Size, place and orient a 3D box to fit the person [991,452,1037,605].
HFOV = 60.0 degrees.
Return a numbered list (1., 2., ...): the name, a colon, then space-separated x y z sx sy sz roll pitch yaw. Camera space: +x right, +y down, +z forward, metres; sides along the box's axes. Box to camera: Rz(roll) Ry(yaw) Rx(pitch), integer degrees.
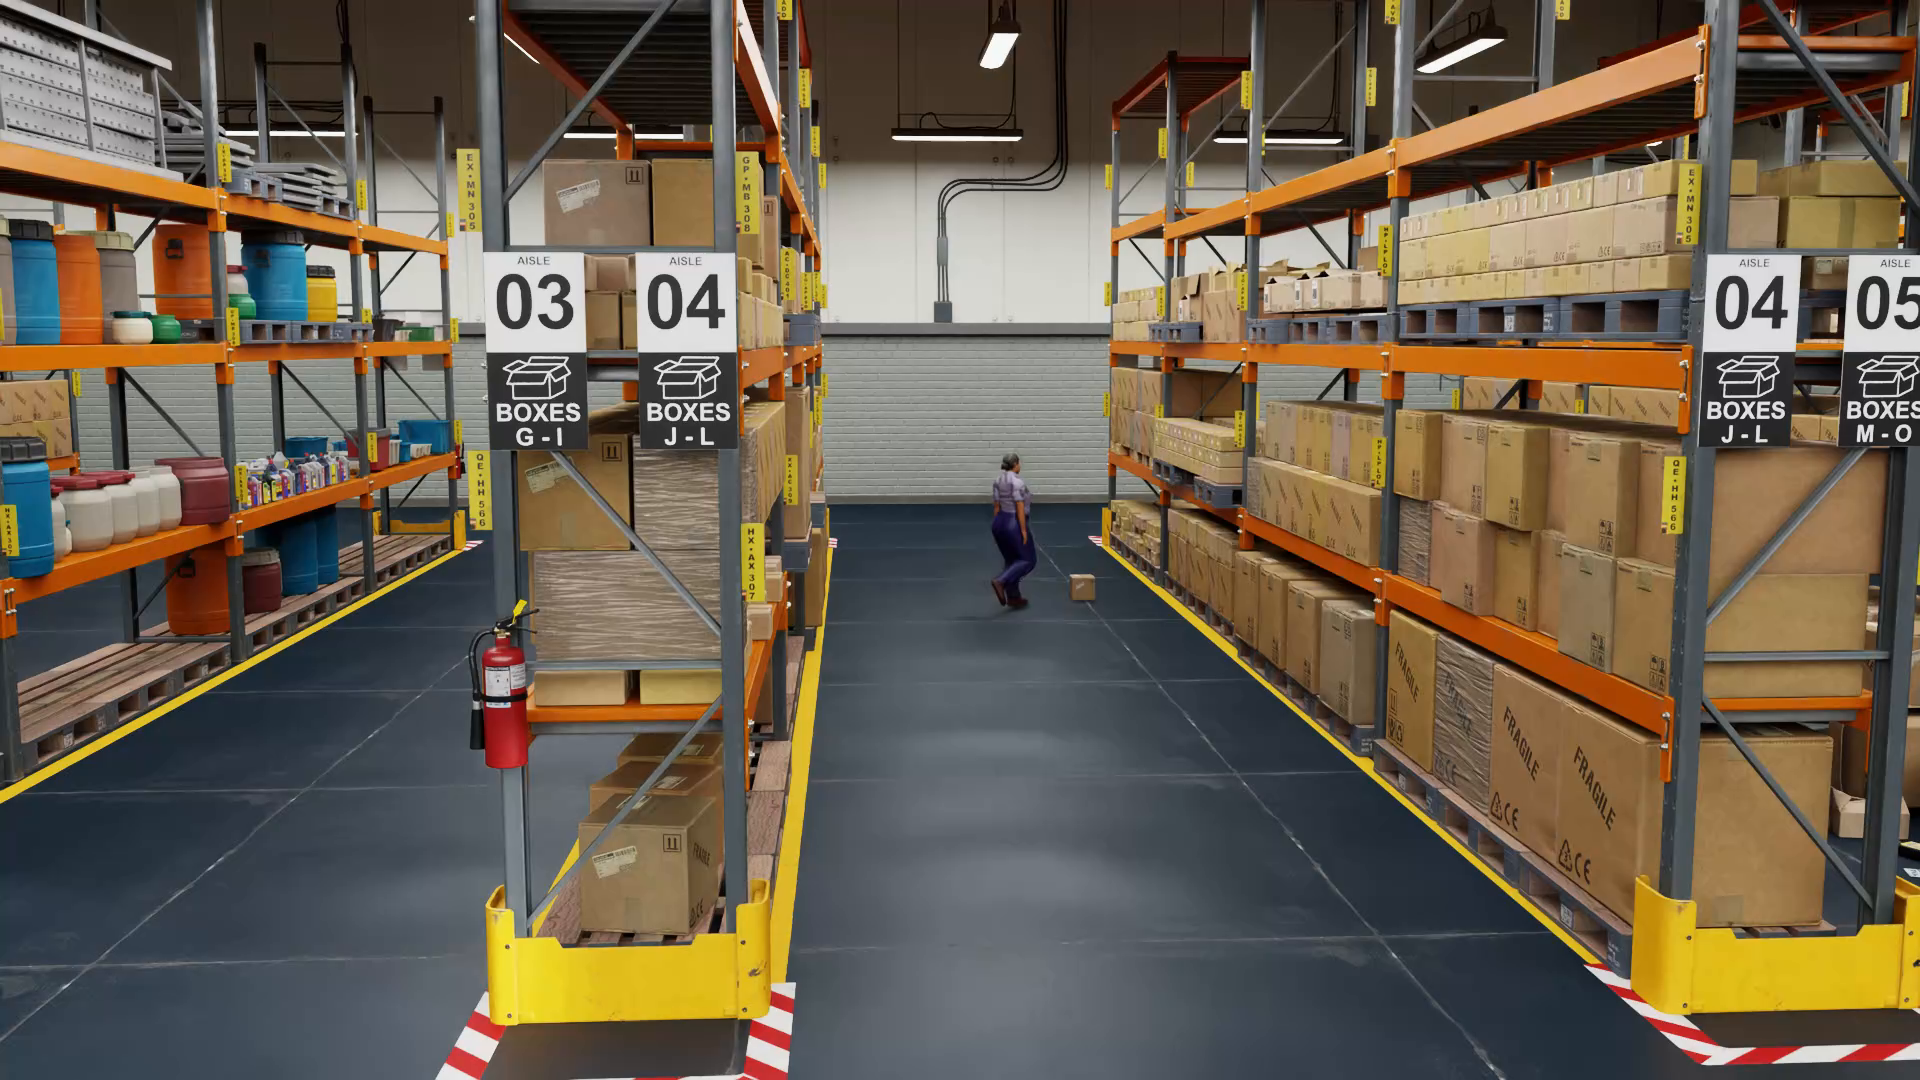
1. person: 0.518 -0.100 17.561 0.606 1.619 0.523 -6 9 -40
